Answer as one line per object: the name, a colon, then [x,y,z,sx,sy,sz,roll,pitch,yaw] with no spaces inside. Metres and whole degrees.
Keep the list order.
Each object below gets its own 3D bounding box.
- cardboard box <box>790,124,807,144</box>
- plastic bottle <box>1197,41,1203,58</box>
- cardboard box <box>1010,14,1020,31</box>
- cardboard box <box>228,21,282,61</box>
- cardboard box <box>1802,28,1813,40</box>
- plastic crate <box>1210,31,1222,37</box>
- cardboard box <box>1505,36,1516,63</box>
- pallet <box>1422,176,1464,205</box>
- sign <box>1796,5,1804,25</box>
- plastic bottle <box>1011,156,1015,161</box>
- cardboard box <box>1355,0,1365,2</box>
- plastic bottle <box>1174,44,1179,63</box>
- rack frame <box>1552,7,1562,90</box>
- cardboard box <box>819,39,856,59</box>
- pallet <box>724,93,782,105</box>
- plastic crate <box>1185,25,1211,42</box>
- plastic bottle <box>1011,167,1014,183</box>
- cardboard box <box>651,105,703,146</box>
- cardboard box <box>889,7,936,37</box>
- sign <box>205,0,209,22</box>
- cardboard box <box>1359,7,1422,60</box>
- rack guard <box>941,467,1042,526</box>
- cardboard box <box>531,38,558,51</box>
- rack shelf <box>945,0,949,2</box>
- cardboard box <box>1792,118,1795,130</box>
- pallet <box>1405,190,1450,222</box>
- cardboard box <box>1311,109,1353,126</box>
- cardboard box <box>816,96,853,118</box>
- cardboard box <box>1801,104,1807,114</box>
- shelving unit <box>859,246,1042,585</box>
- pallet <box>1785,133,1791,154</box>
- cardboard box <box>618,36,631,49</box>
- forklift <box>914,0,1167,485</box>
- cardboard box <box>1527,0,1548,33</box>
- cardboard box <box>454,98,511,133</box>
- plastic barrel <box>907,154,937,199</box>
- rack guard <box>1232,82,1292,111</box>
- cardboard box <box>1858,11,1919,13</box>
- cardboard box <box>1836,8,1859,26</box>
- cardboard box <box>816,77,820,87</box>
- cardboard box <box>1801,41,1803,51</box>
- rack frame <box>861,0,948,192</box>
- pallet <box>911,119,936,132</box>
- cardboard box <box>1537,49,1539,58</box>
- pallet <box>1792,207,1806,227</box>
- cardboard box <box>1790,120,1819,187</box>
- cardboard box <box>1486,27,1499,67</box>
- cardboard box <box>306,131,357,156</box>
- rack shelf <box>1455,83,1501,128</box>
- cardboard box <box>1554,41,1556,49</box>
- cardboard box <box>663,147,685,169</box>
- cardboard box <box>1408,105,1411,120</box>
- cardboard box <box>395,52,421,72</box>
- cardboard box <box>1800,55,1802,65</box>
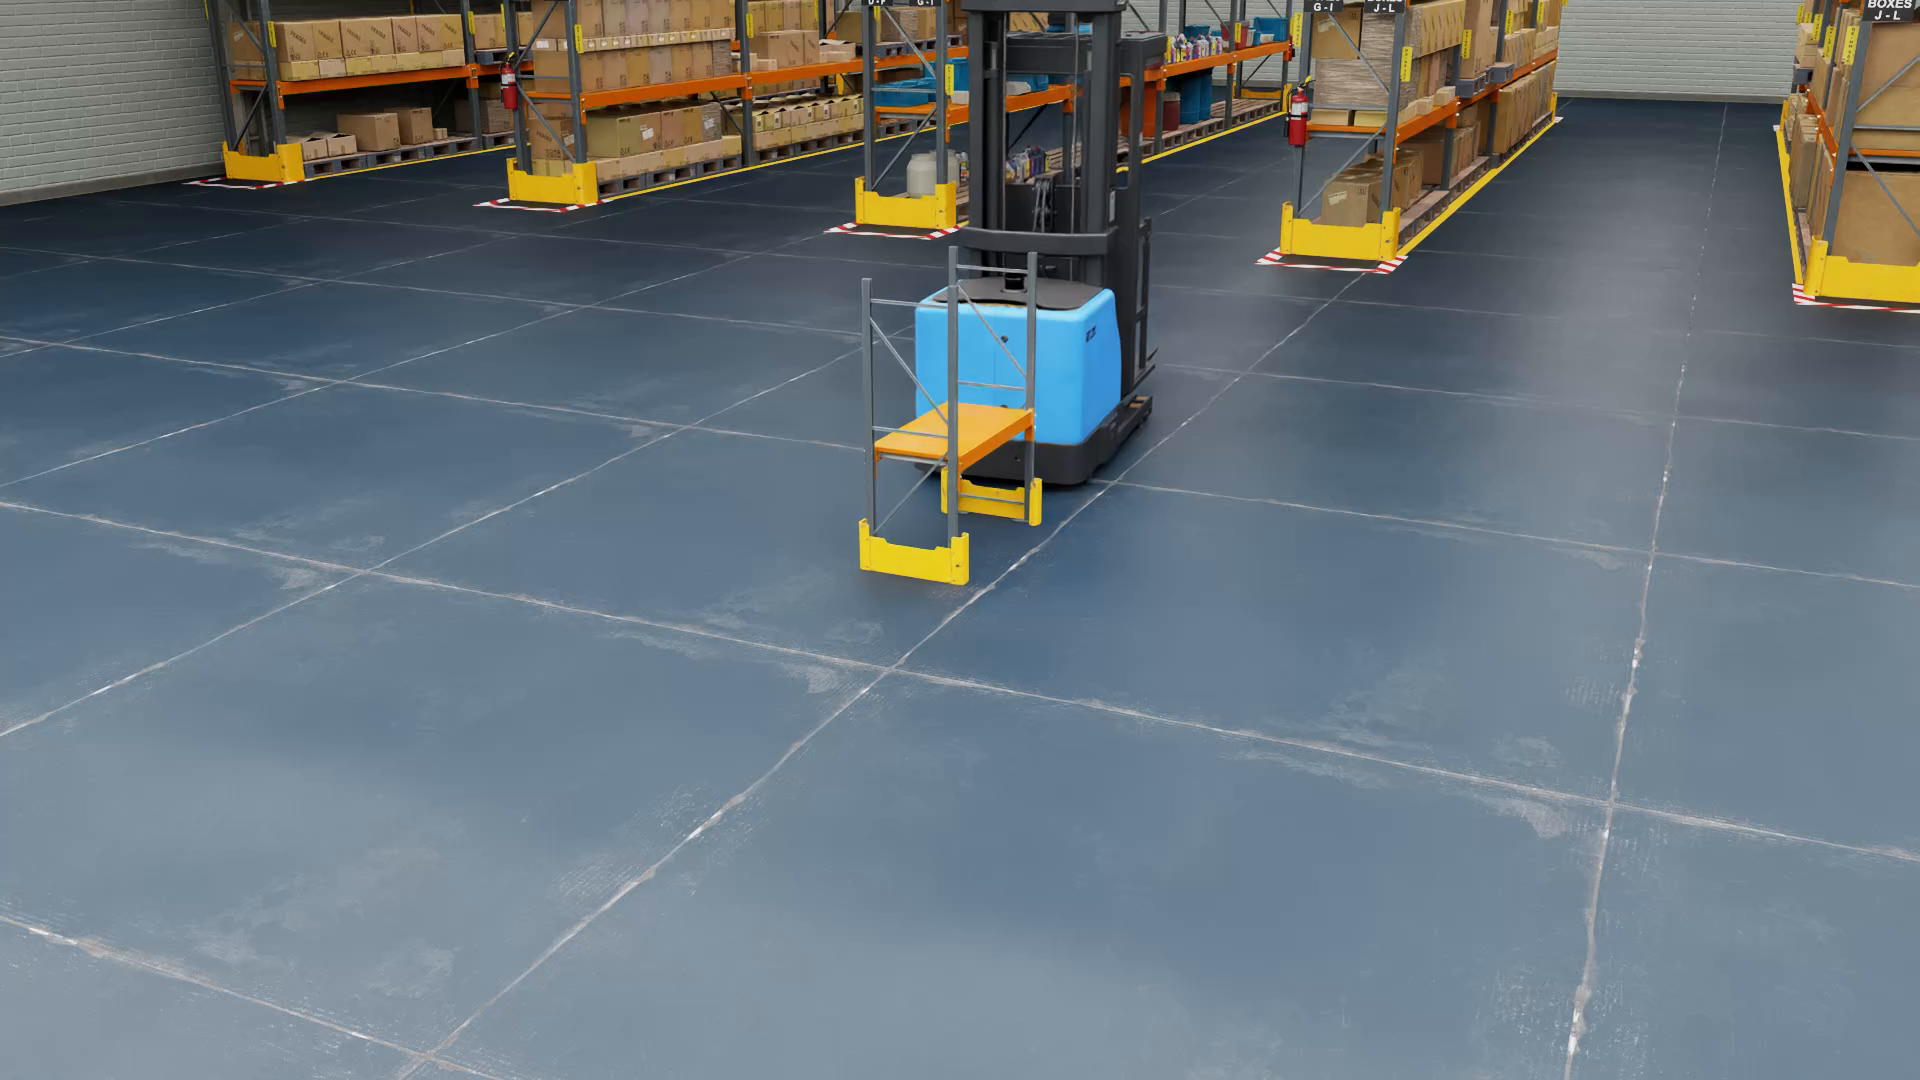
cardboard box: [-2.685,-6.250,25.543,0.500,0.250,0.500,8,21,21]
plastic bottle: [3.924,-8.107,27.473,0.152,0.276,0.135,9,21,23]
cardboard box: [0.857,-10.020,32.517,0.500,0.500,0.500,8,21,22]
cardboard box: [-9.656,-6.865,22.869,0.500,0.500,0.500,8,21,22]
cardboard box: [11.975,-7.062,23.209,0.380,0.149,0.250,10,22,25]
plastic crate: [4.871,-9.356,30.960,0.416,0.233,0.300,9,21,23]
cardboard box: [7.834,-7.122,24.369,0.500,0.500,0.500,8,21,21]
pallet: [5.857,-4.507,21.328,1.003,0.211,1.213,9,21,23]
sign: [14.442,-9.022,28.569,0.100,0.325,0.005,9,21,23]
plastic bottle: [0.705,-4.802,21.393,0.061,0.283,0.133,9,21,23]
cardboard box: [4.715,-5.833,18.808,0.500,0.500,0.500,9,21,23]
plastic bottle: [3.417,-7.694,26.302,0.061,0.283,0.133,9,21,23]
rack frame: [10.454,-9.251,30.506,1.000,3.000,0.127,9,21,23]
cardboard box: [-2.047,-8.019,27.174,0.500,0.311,0.500,10,22,26]
pallet: [-4.359,-8.975,33.891,1.003,0.211,1.213,9,21,23]
plastic crate: [4.177,-8.918,29.504,0.392,0.384,0.575,9,21,23]
plastic bottle: [0.632,-4.606,20.963,0.097,0.201,0.097,0,20,0]
cardboard box: [-3.904,-5.723,22.941,0.500,0.500,0.500,9,21,23]
cardboard box: [-0.842,-9.301,29.869,0.700,0.500,0.500,12,23,31]
sign: [-10.153,-7.176,22.470,0.100,0.325,0.005,9,21,23]
cardboard box: [4.376,-5.149,16.886,0.500,0.500,0.500,9,21,23]
rack guard: [0.173,-0.247,9.289,0.587,0.250,0.087,9,21,23]
cardboard box: [-5.152,-6.216,20.854,0.380,0.149,0.250,8,21,22]
rack shelf: [0.202,-6.726,20.001,1.077,0.370,4.000,9,21,23]
cardboard box: [13.138,-6.452,25.818,0.380,0.149,0.250,9,21,24]
pallet: [5.297,-4.059,20.067,1.003,0.211,1.213,9,21,23]
cardboard box: [3.830,-4.357,17.119,0.380,0.149,0.250,9,21,23]
cardboard box: [-2.055,-6.979,26.756,0.500,0.311,0.500,8,21,22]
cardboard box: [11.899,-5.869,22.979,0.500,0.250,0.500,9,21,23]
shelving unit: [-0.031,-0.683,8.652,0.587,1.500,1.083,9,21,23]
pallet: [13.542,-6.213,26.125,1.003,0.211,1.213,9,21,23]
cardboard box: [-4.463,-6.398,21.365,0.380,0.149,0.250,8,21,22]
forklift: [0.668,-2.161,10.672,1.130,2.935,3.031,6,21,17]
cardboard box: [9.454,-8.712,27.650,0.500,0.500,0.500,9,21,23]
cardboard box: [-7.731,-6.879,26.908,0.700,0.500,0.500,9,22,25]
plastic barrel: [-0.417,-4.277,19.605,0.421,0.512,0.421,0,20,0]
rack guard: [5.933,-8.762,32.861,1.175,0.500,0.348,9,21,23]
cardboard box: [9.722,-5.159,17.163,0.875,0.550,0.550,9,21,23]
cardboard box: [11.263,-6.322,20.627,0.700,0.500,0.500,8,21,22]
cardboard box: [-3.299,-10.083,35.947,0.700,0.500,0.500,9,21,23]
cardboard box: [11.764,-6.766,22.823,0.380,0.149,0.250,9,21,23]
rack frame: [-0.617,-5.040,18.664,1.000,3.000,0.127,9,21,23]
pallet: [-1.017,-7.447,29.594,1.003,0.211,1.213,9,21,23]
cardboard box: [9.348,-8.035,27.461,0.380,0.149,0.250,8,21,21]
pallet: [10.271,-3.804,19.350,1.003,0.211,1.213,9,21,23]
cardboard box: [10.975,-4.791,20.694,1.050,0.750,0.750,9,21,24]
cardboard box: [6.856,-6.696,22.544,0.700,0.500,0.500,12,23,31]
cardboard box: [-9.056,-5.713,23.913,0.500,0.311,0.500,11,22,27]
rack shelf: [6.359,-5.855,22.031,1.077,0.370,4.000,9,21,23]
cardboard box: [10.503,-8.899,29.891,0.380,0.149,0.250,9,21,23]
cardboard box: [-4.096,-5.215,22.632,0.500,0.250,0.500,9,21,23]
cardboard box: [4.555,-4.524,17.587,0.380,0.149,0.250,9,21,23]
cardboard box: [-8.338,-7.067,24.559,0.500,0.250,0.500,8,21,22]
cardboard box: [11.547,-6.463,22.414,0.380,0.149,0.250,8,21,23]
